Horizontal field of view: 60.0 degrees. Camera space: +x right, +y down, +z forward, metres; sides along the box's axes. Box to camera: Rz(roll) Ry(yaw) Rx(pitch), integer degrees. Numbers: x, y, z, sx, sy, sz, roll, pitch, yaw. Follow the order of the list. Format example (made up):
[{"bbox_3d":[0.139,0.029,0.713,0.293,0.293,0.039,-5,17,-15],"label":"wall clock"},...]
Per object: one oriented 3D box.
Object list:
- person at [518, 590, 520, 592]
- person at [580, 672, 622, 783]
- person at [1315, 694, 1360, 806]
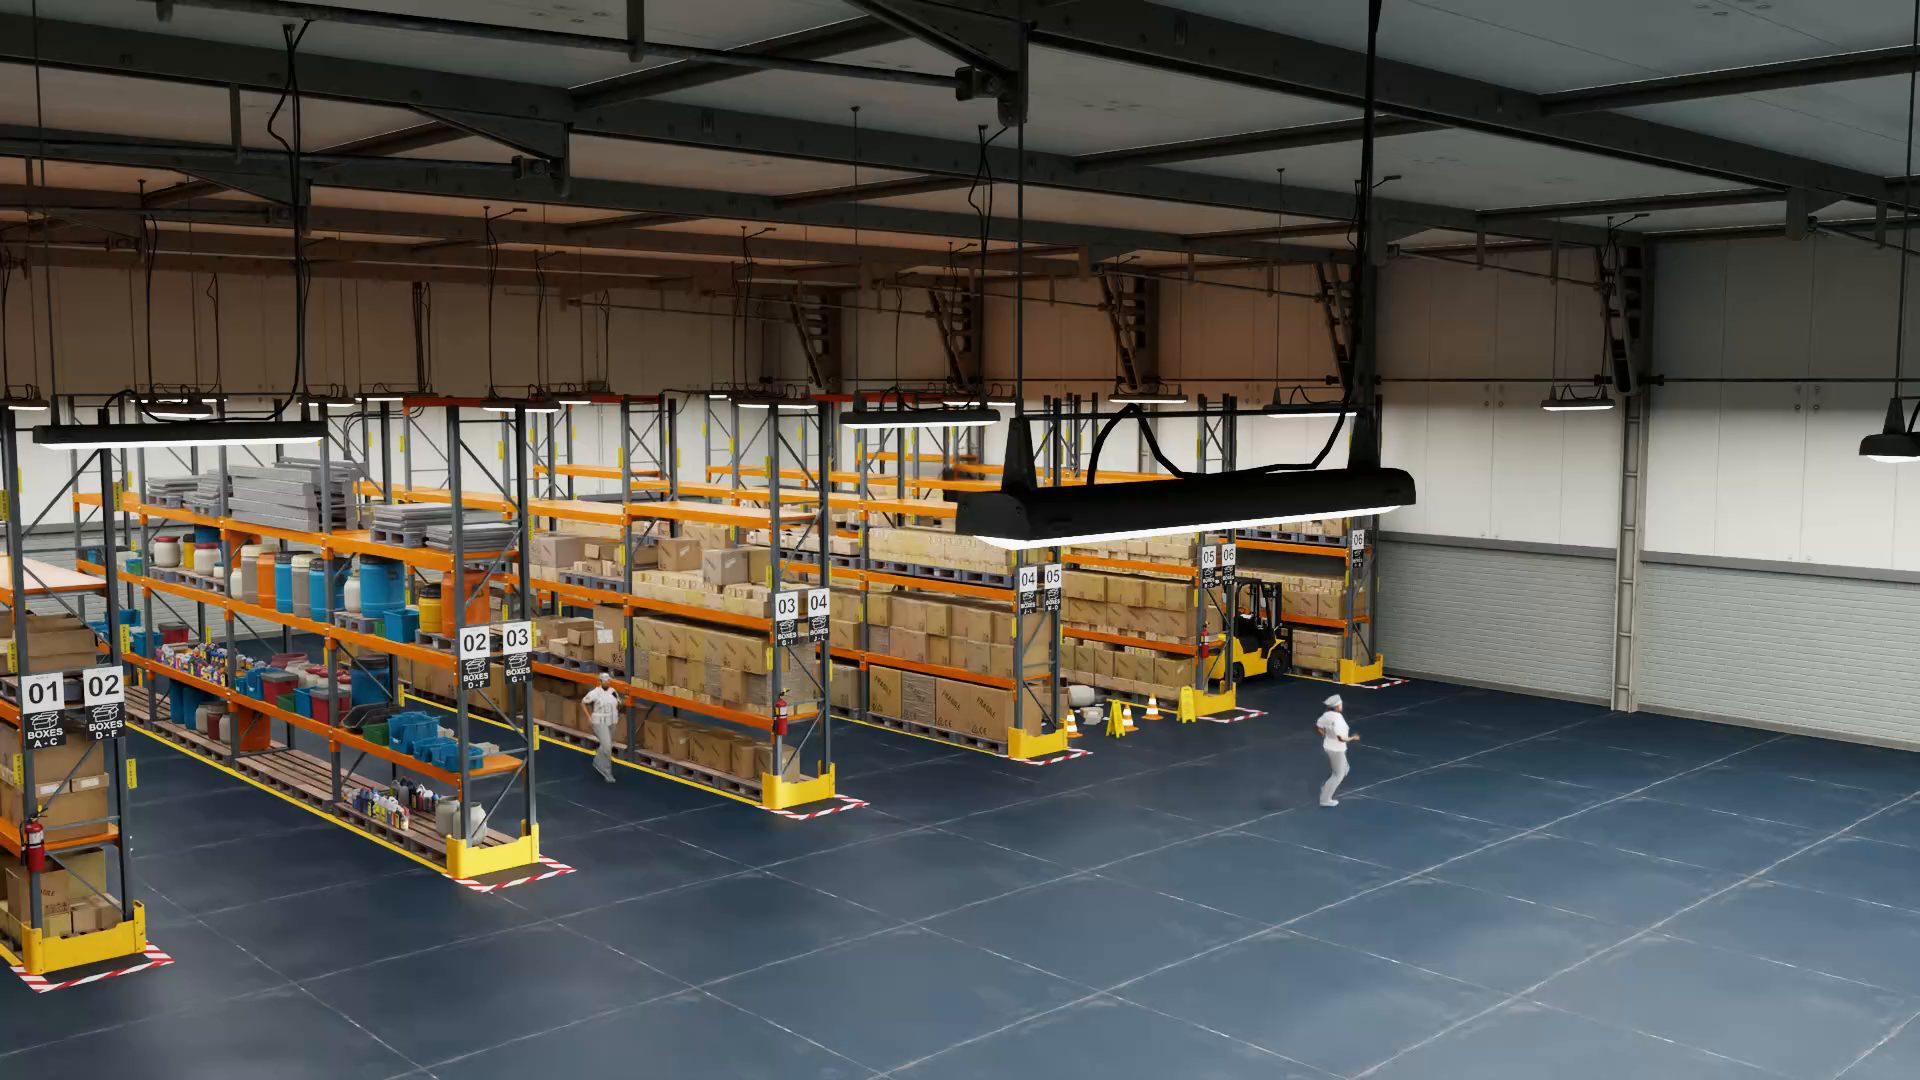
[{"bbox_3d":[-9.906,1.896,37.471,0.624,1.641,0.659,4,7,38],"label":"person"},{"bbox_3d":[-5.638,2.958,26.387,0.738,1.729,0.579,4,7,38],"label":"person"},{"bbox_3d":[5.618,3.113,24.675,0.586,1.667,0.562,-1,6,-10],"label":"person"}]
